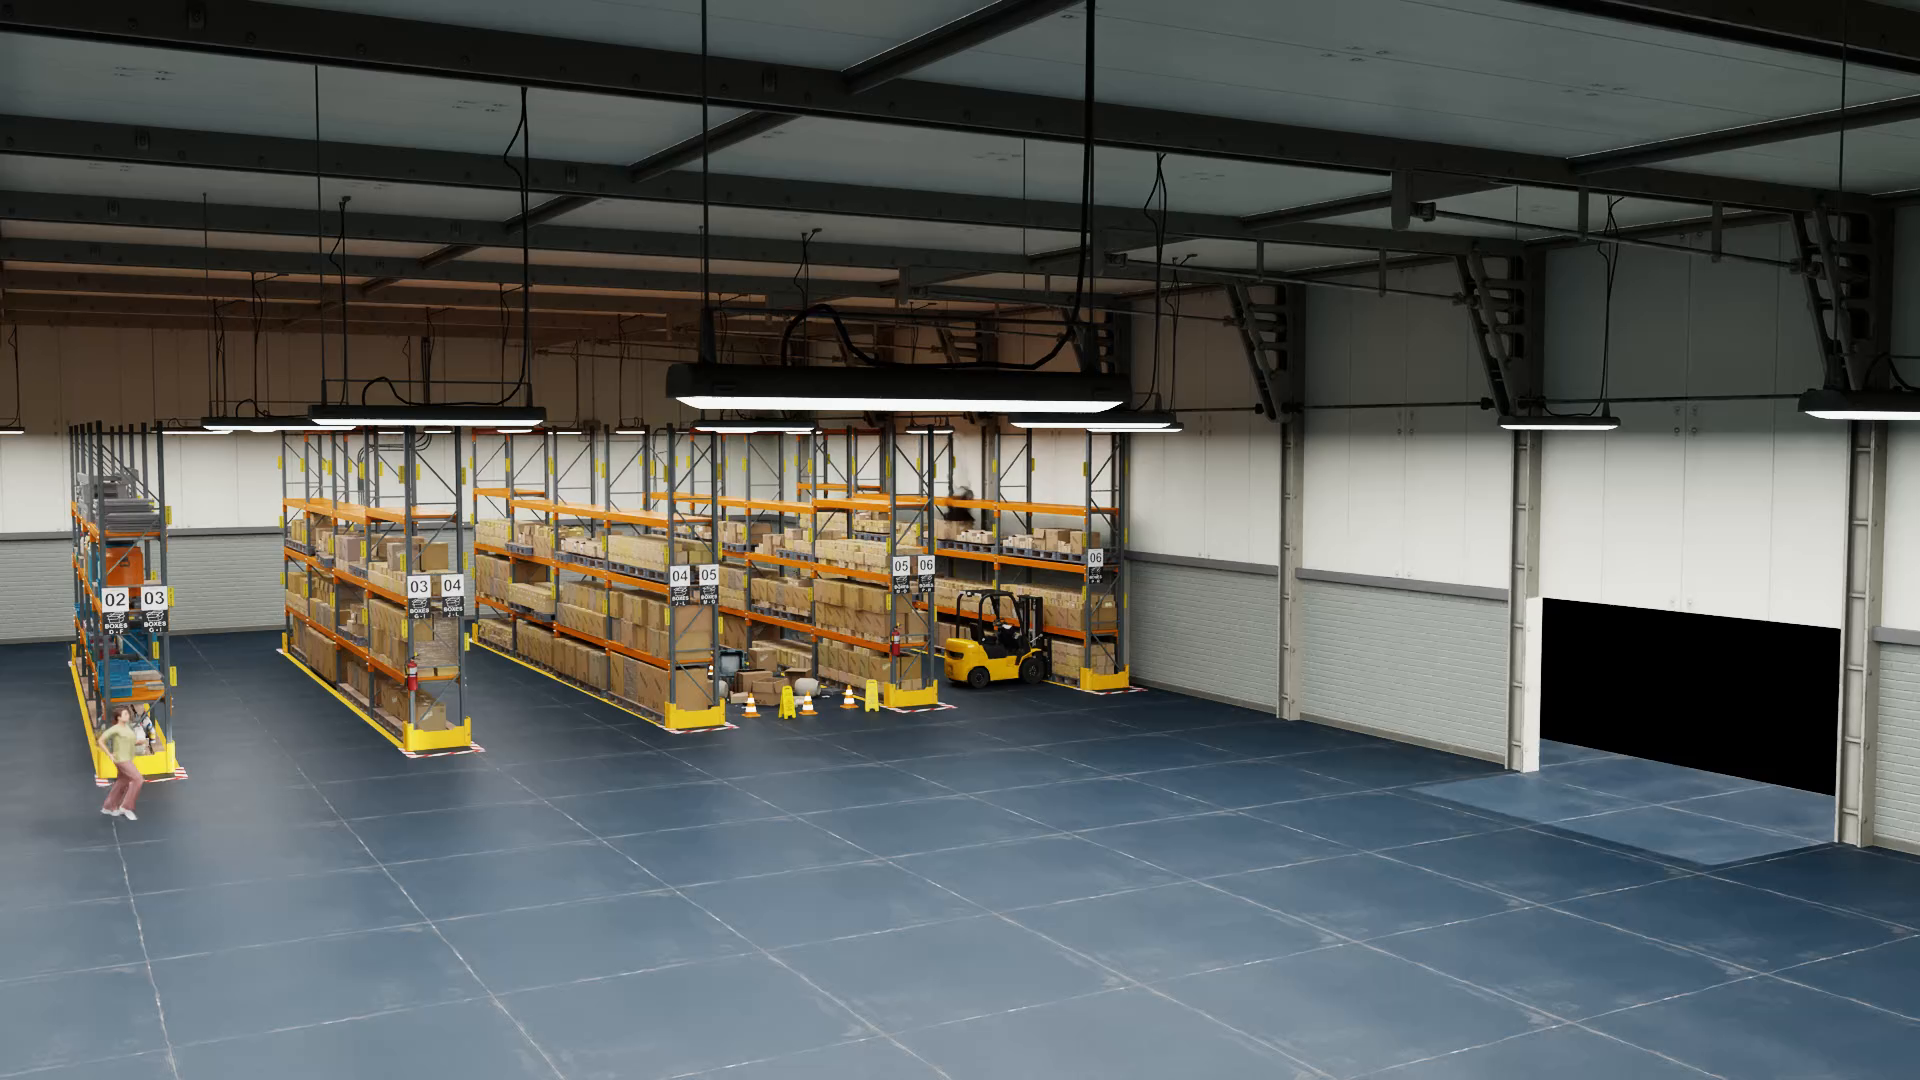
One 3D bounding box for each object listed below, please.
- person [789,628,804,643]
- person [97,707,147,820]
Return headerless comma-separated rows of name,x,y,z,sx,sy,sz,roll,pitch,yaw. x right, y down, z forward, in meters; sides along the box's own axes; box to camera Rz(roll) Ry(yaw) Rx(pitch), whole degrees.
person,-4.455,2.101,44.508,0.644,1.740,0.593,-2,4,-29
person,-12.534,3.351,24.913,0.703,1.694,0.546,0,4,-7
